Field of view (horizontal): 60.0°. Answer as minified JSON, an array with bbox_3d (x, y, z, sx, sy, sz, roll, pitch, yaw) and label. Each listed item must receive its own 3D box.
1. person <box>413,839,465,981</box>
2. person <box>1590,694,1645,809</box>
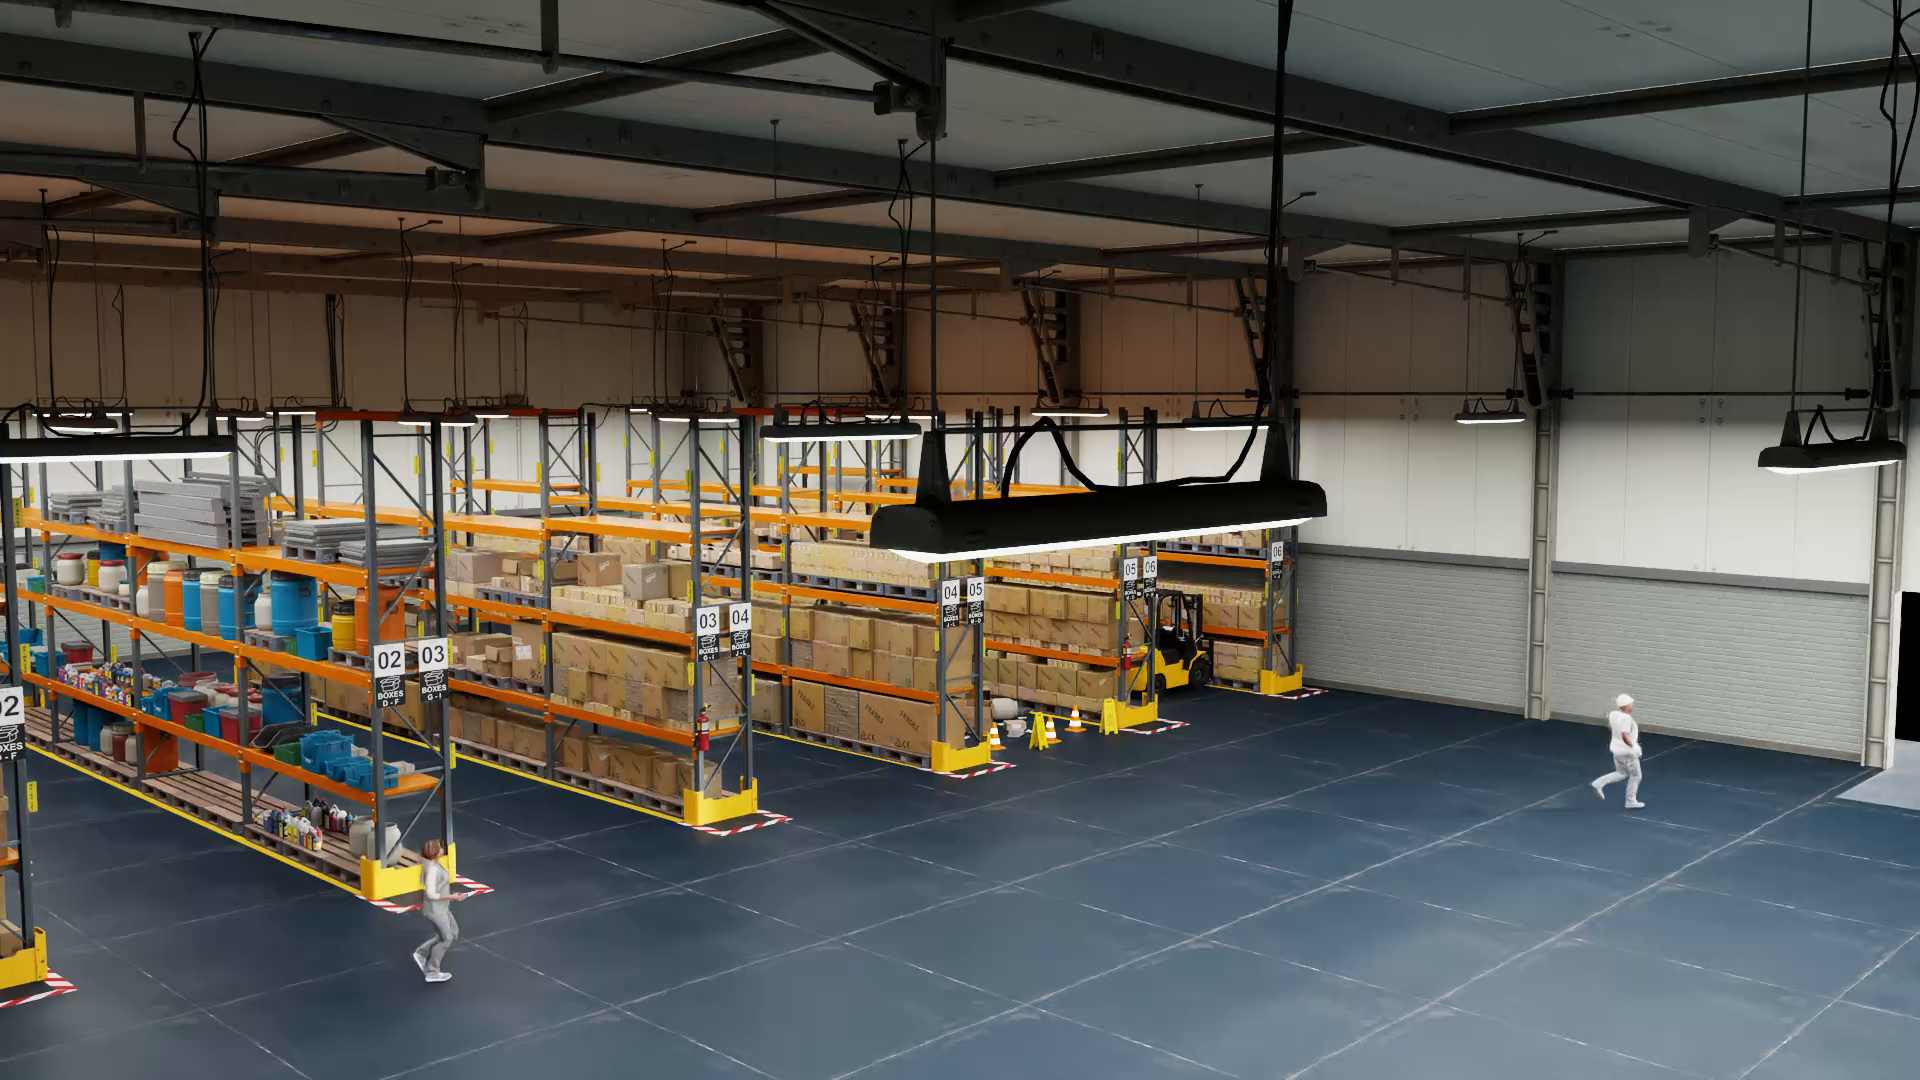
[{"bbox_3d":[-5.606,3.971,17.868,0.552,1.553,0.530,-2,5,-18],"label":"person"},{"bbox_3d":[10.051,3.215,25.307,0.812,1.750,0.720,0,5,-4],"label":"person"}]
